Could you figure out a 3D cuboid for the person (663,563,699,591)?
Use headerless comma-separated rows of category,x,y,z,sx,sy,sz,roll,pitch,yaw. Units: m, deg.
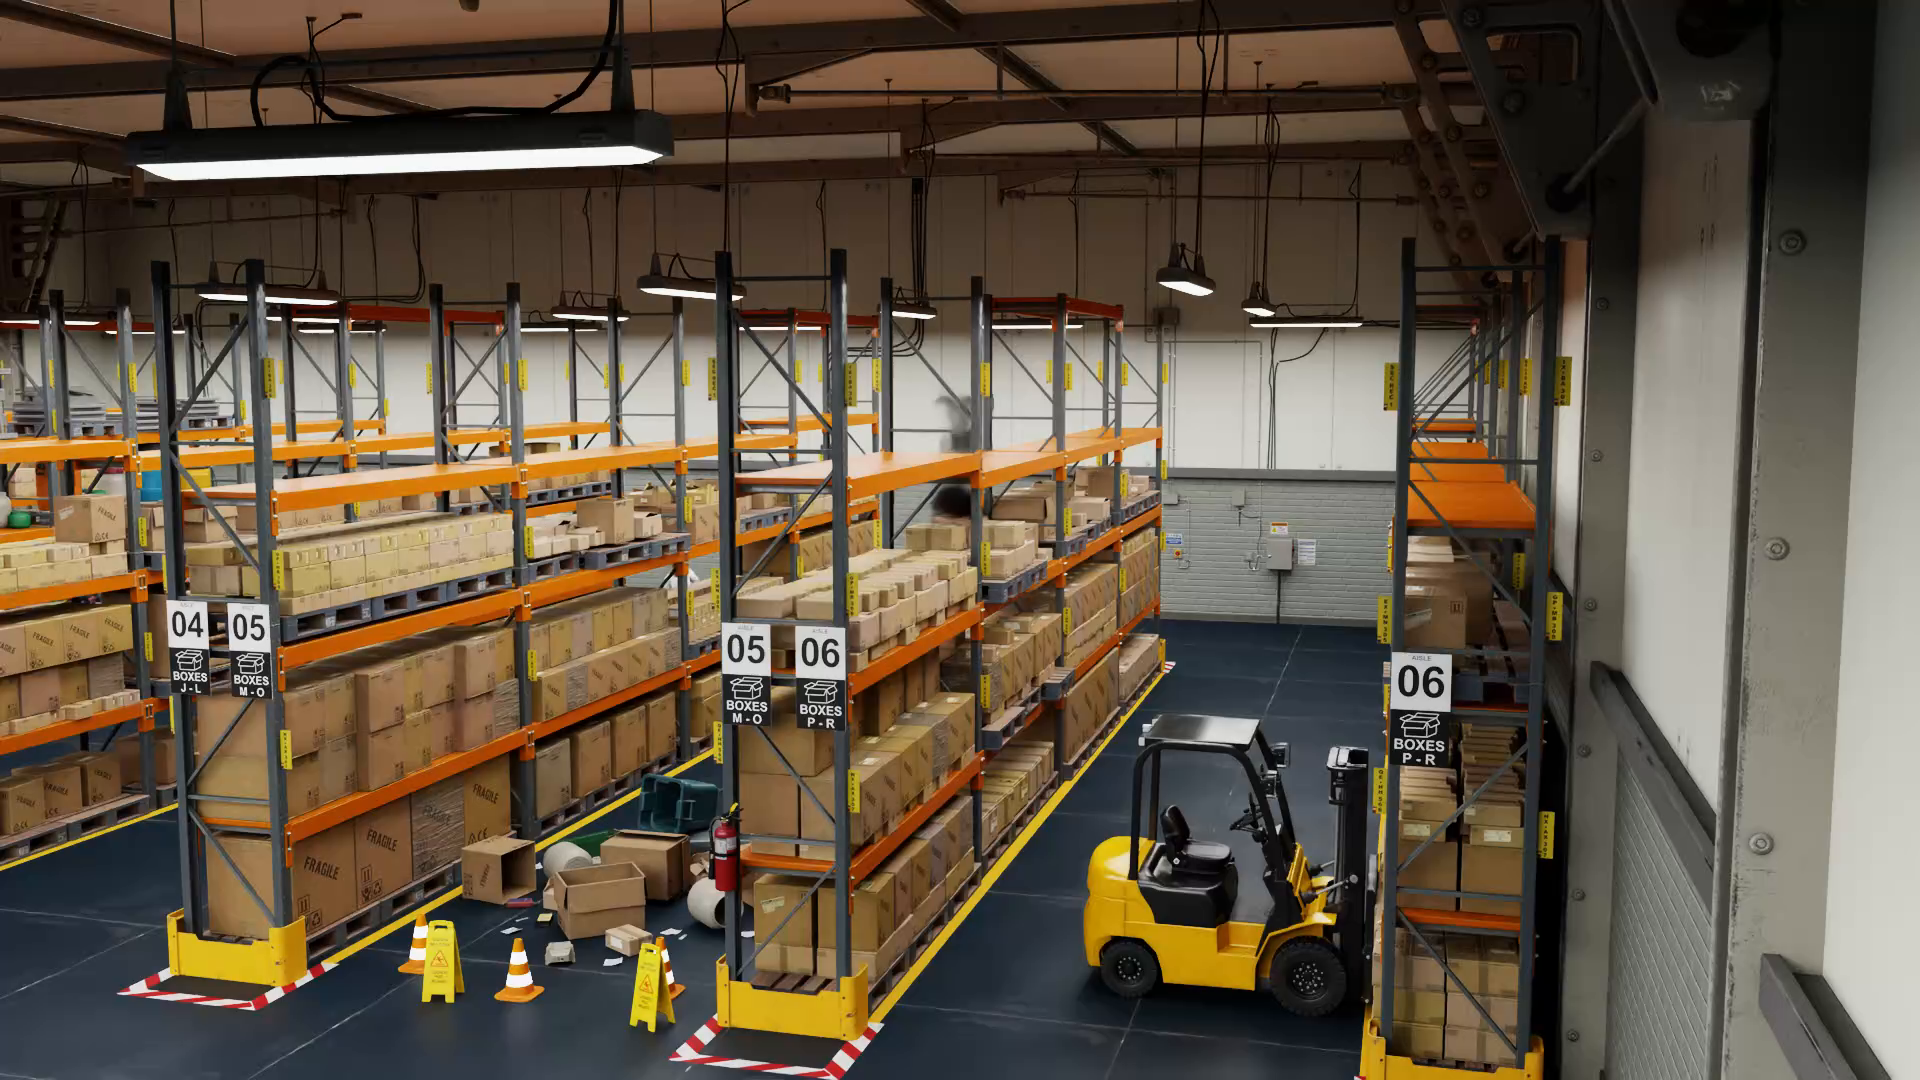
person,-5.071,1.129,30.344,0.734,1.674,0.606,-1,6,-12
